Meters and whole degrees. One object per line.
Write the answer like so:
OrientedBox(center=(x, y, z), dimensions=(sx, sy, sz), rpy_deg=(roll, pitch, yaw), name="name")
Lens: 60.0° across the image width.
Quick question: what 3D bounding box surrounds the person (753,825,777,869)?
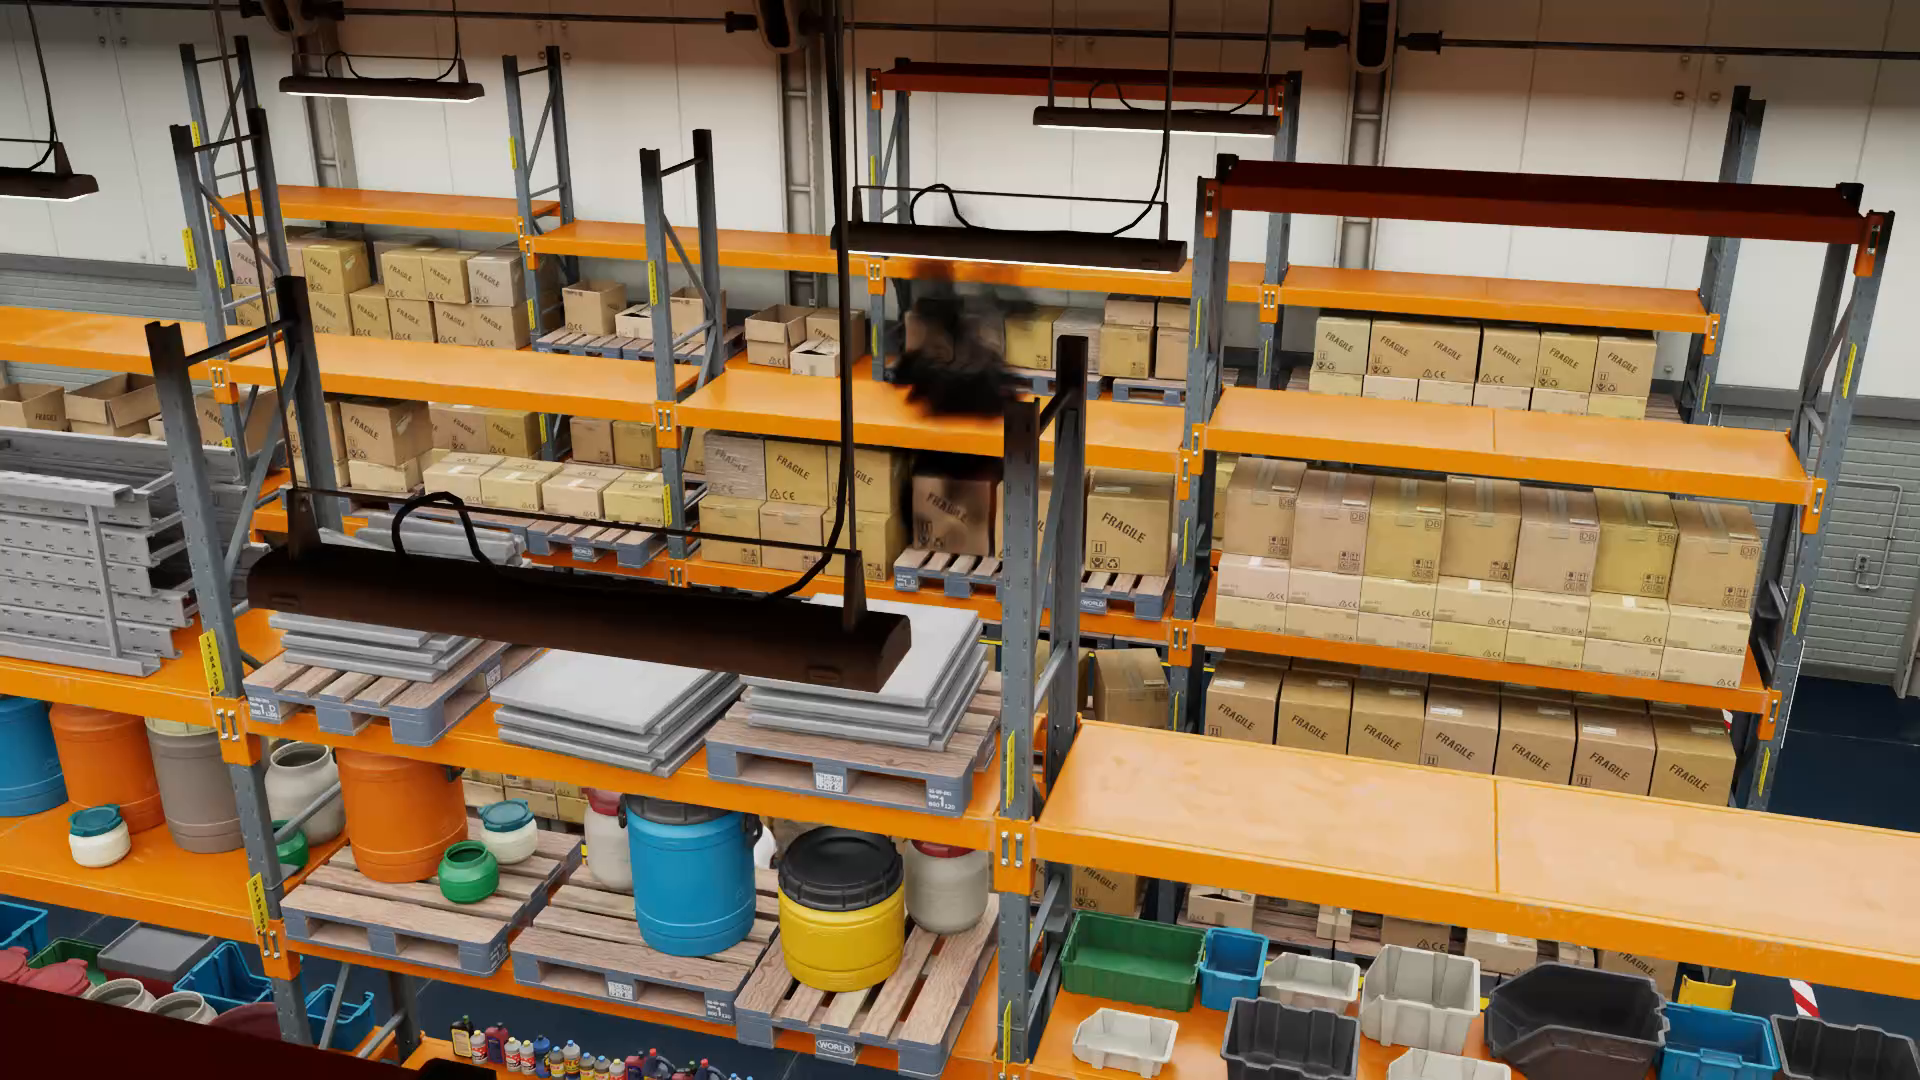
OrientedBox(center=(-1.388, 2.580, 11.586), dimensions=(0.623, 1.724, 0.682), rpy_deg=(3, 23, 7), name="person")
